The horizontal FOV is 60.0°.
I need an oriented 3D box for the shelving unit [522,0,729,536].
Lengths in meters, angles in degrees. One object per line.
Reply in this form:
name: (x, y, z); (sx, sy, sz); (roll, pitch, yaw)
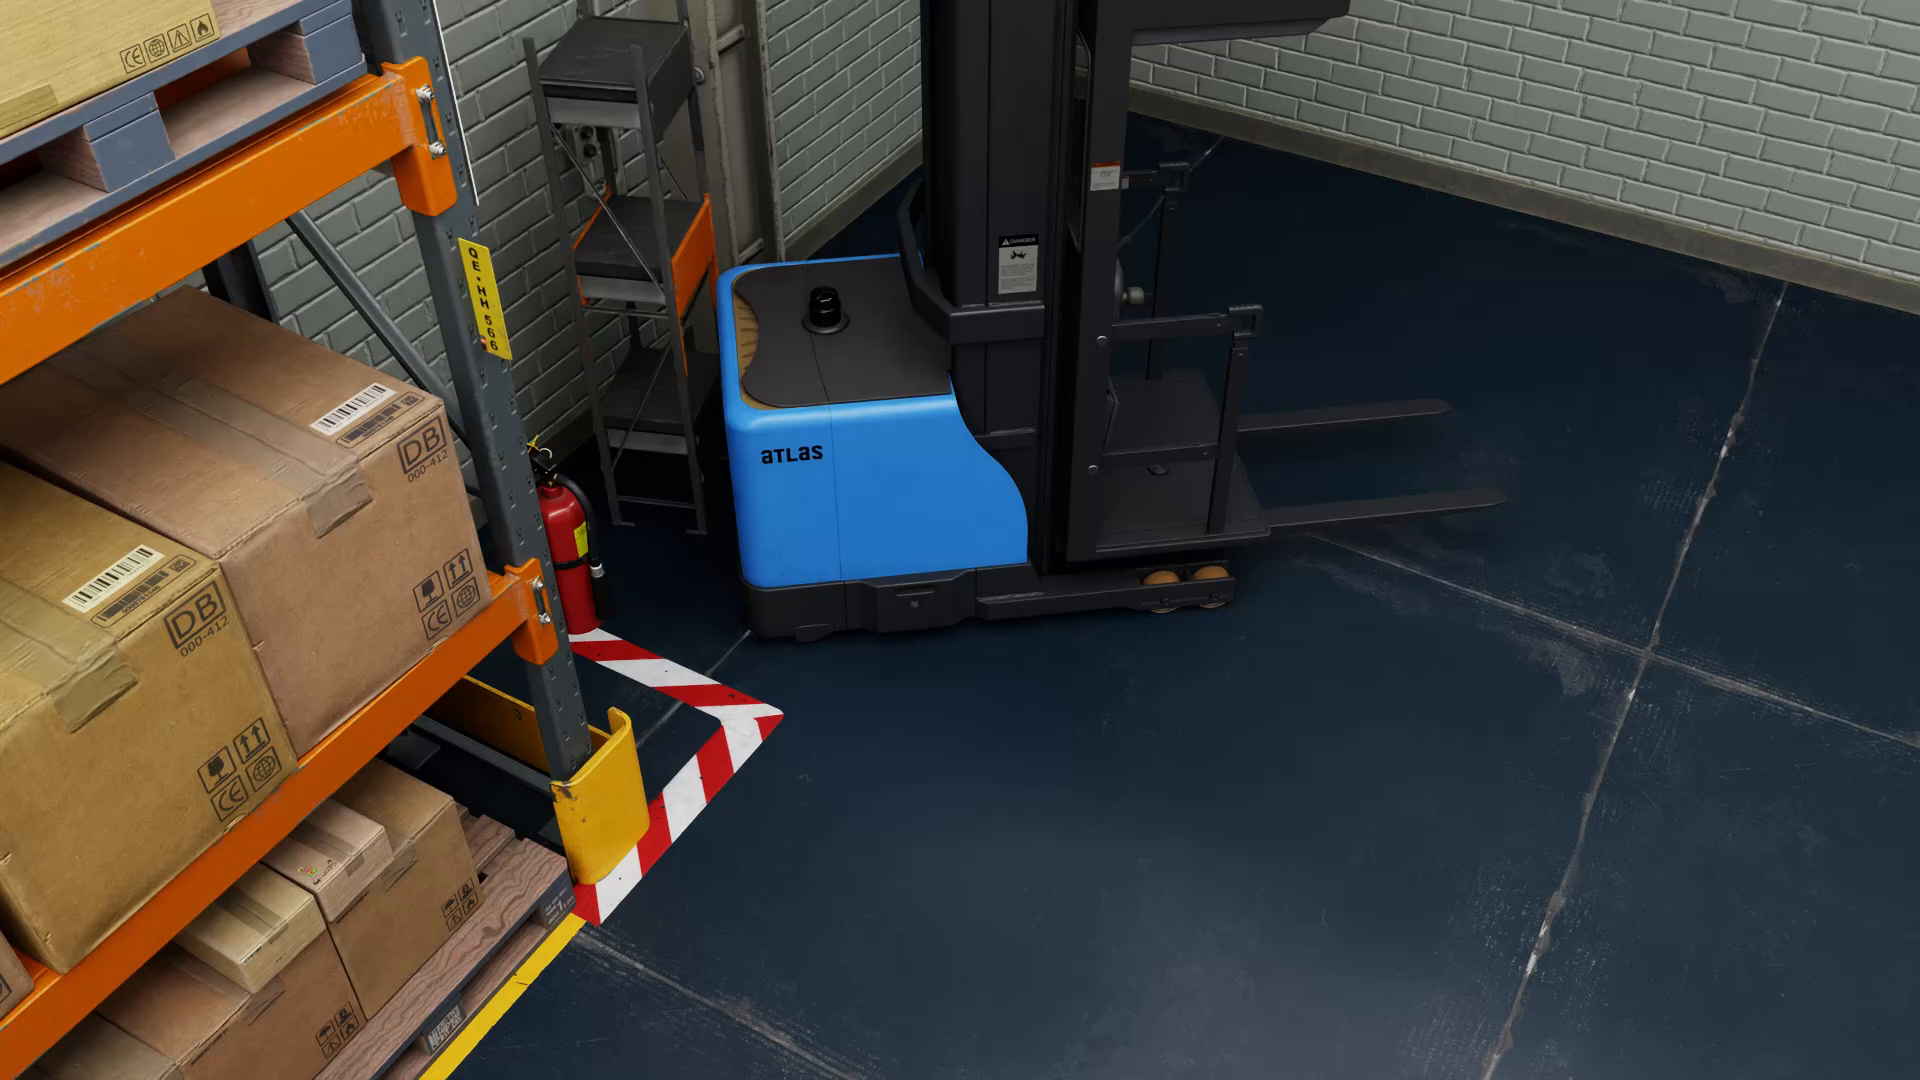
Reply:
shelving unit: (-1.187, -0.991, 6.285); (0.431, 2.100, 0.503); (6, 42, 8)

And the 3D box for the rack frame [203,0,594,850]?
rack frame: (-1.633, -0.254, 4.769); (1.000, 3.000, 0.127); (21, 45, 22)

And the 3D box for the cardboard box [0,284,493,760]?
cardboard box: (-1.880, -0.072, 4.335); (0.980, 0.700, 0.700); (23, 46, 24)

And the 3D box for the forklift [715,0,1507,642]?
forklift: (0.622, -1.160, 5.850); (3.031, 2.935, 1.130); (-6, 42, -6)

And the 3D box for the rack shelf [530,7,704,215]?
rack shelf: (-1.190, -1.507, 5.832); (0.431, 0.518, 0.480); (6, 42, 8)

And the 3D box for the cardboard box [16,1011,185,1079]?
cardboard box: (-2.399, 1.534, 4.312); (0.700, 0.500, 0.500); (19, 45, 21)

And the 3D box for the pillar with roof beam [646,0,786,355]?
pillar with roof beam: (2.696, -2.913, 3.249); (9.100, 9.000, 0.400); (21, 45, 22)

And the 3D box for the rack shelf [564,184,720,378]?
rack shelf: (-1.187, -0.981, 6.294); (0.431, 0.518, 0.480); (6, 42, 8)

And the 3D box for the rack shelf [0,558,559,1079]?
rack shelf: (-2.634, 1.160, 3.707); (1.077, 0.370, 4.000); (21, 45, 22)

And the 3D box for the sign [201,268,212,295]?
sign: (-2.111, -0.796, 4.669); (0.100, 0.325, 0.005); (21, 45, 22)

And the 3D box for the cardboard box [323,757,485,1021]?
cardboard box: (-1.897, 0.960, 4.964); (0.700, 0.500, 0.500); (21, 45, 22)

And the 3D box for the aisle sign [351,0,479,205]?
aisle sign: (-1.338, -1.172, 3.844); (0.394, 0.787, 0.004); (21, 45, 22)

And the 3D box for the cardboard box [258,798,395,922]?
cardboard box: (-1.804, 0.850, 4.598); (0.380, 0.149, 0.250); (20, 45, 22)

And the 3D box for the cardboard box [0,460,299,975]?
cardboard box: (-2.234, 0.348, 3.858); (0.980, 0.700, 0.700); (21, 45, 22)

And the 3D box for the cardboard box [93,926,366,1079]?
cardboard box: (-2.148, 1.246, 4.639); (0.700, 0.500, 0.500); (21, 45, 22)

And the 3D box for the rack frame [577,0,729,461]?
rack frame: (-1.146, -1.150, 6.466); (0.400, 2.100, 0.015); (6, 42, 8)

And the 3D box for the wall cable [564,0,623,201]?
wall cable: (-1.812, -1.681, 5.621); (0.084, 1.984, 1.851); (21, 45, 22)

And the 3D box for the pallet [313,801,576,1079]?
pallet: (-1.966, 1.276, 5.142); (1.003, 0.211, 1.213); (21, 45, 22)

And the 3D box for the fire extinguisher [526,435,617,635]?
fire extinguisher: (-1.158, -0.019, 4.843); (0.296, 0.674, 0.183); (21, 45, 22)

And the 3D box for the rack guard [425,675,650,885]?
rack guard: (-1.621, 0.670, 5.611); (1.175, 0.500, 0.348); (21, 45, 22)

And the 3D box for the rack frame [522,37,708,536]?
rack frame: (-1.229, -0.832, 6.105); (0.400, 2.100, 0.015); (6, 42, 8)

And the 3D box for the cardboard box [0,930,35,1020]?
cardboard box: (-2.624, 0.781, 3.366); (0.980, 0.700, 0.700); (19, 45, 20)

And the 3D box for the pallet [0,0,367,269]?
pallet: (-1.996, -0.919, 3.321); (1.003, 0.211, 1.213); (21, 45, 22)

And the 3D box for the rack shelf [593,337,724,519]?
rack shelf: (-1.184, -0.455, 6.757); (0.431, 0.518, 0.480); (6, 42, 8)

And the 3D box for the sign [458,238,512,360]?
sign: (-1.171, -0.590, 4.095); (0.100, 0.325, 0.005); (21, 45, 22)

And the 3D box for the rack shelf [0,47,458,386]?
rack shelf: (-2.634, 0.034, 2.716); (1.077, 0.370, 4.000); (21, 45, 22)

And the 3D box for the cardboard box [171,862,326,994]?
cardboard box: (-1.931, 0.997, 4.432); (0.380, 0.149, 0.250); (22, 46, 23)

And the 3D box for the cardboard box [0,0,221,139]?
cardboard box: (-1.770, -1.012, 3.080); (0.500, 0.250, 0.500); (22, 46, 23)
